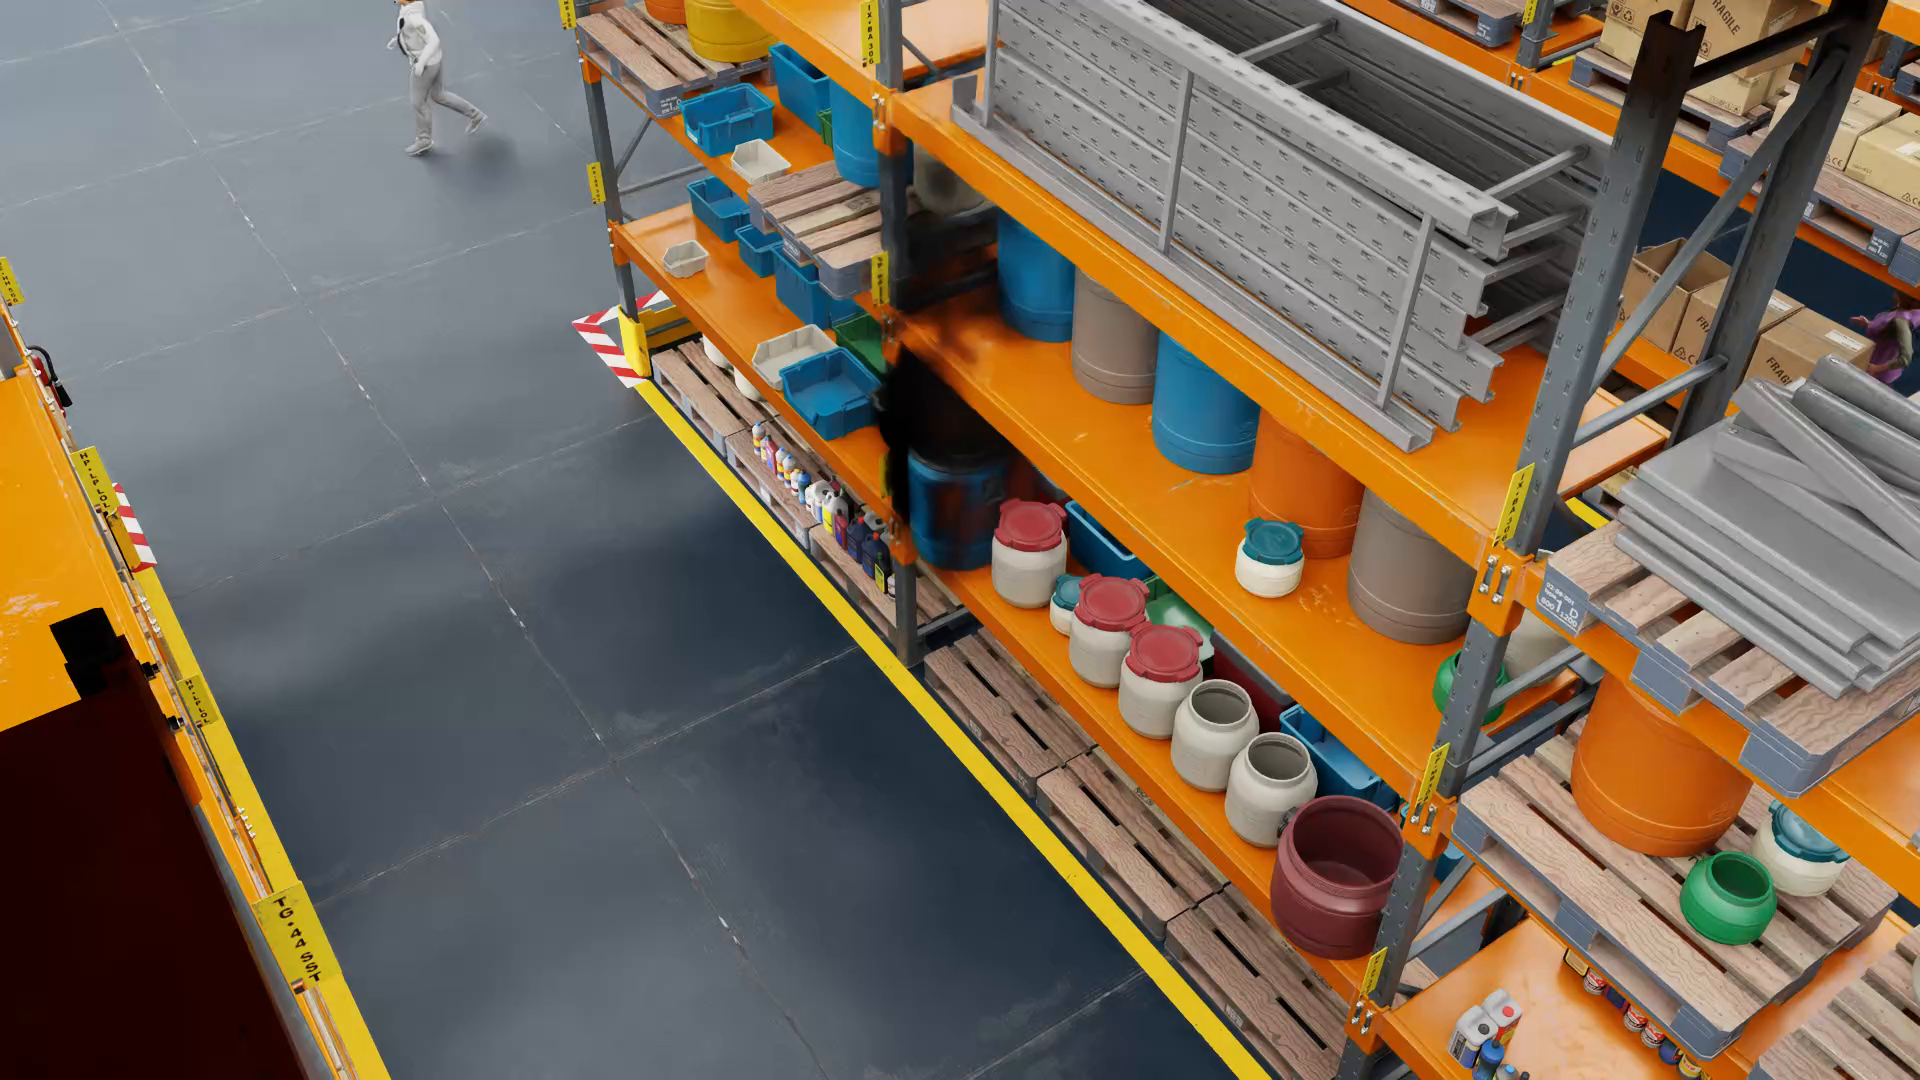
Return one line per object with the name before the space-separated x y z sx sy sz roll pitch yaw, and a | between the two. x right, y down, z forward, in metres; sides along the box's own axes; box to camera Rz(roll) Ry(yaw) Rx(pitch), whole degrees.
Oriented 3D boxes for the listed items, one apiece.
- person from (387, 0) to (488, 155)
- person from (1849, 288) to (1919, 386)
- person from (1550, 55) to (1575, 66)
person | -4.868 -4.362 15.257 0.818 1.715 0.638 -7 43 -8
person | 6.522 -1.175 11.829 0.537 1.596 0.878 -31 51 -29
person | 4.888 -3.243 13.942 0.962 1.771 0.695 29 50 28
